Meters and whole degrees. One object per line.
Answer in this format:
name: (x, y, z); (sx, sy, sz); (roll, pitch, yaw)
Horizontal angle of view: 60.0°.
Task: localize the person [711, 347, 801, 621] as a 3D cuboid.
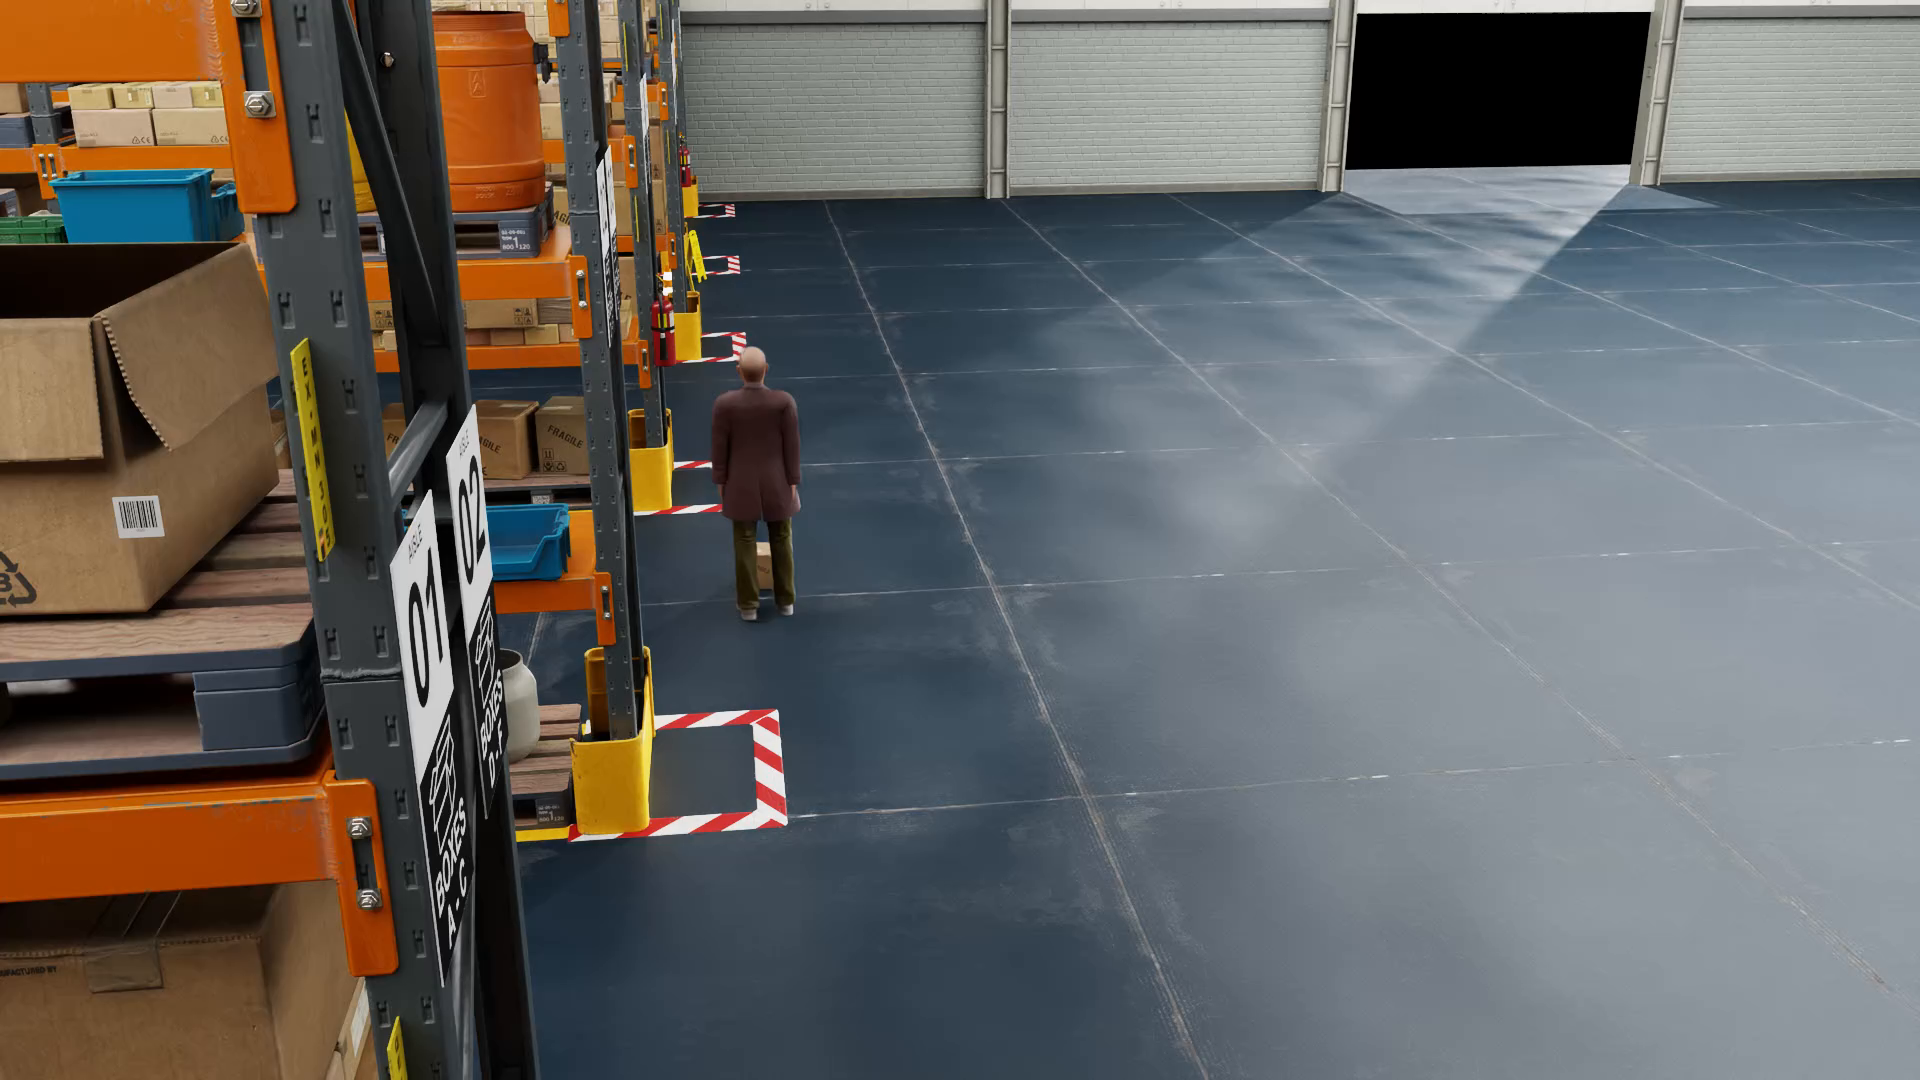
person: (-1.303, -0.376, 10.646); (0.564, 1.775, 0.427); (-2, 20, -6)
